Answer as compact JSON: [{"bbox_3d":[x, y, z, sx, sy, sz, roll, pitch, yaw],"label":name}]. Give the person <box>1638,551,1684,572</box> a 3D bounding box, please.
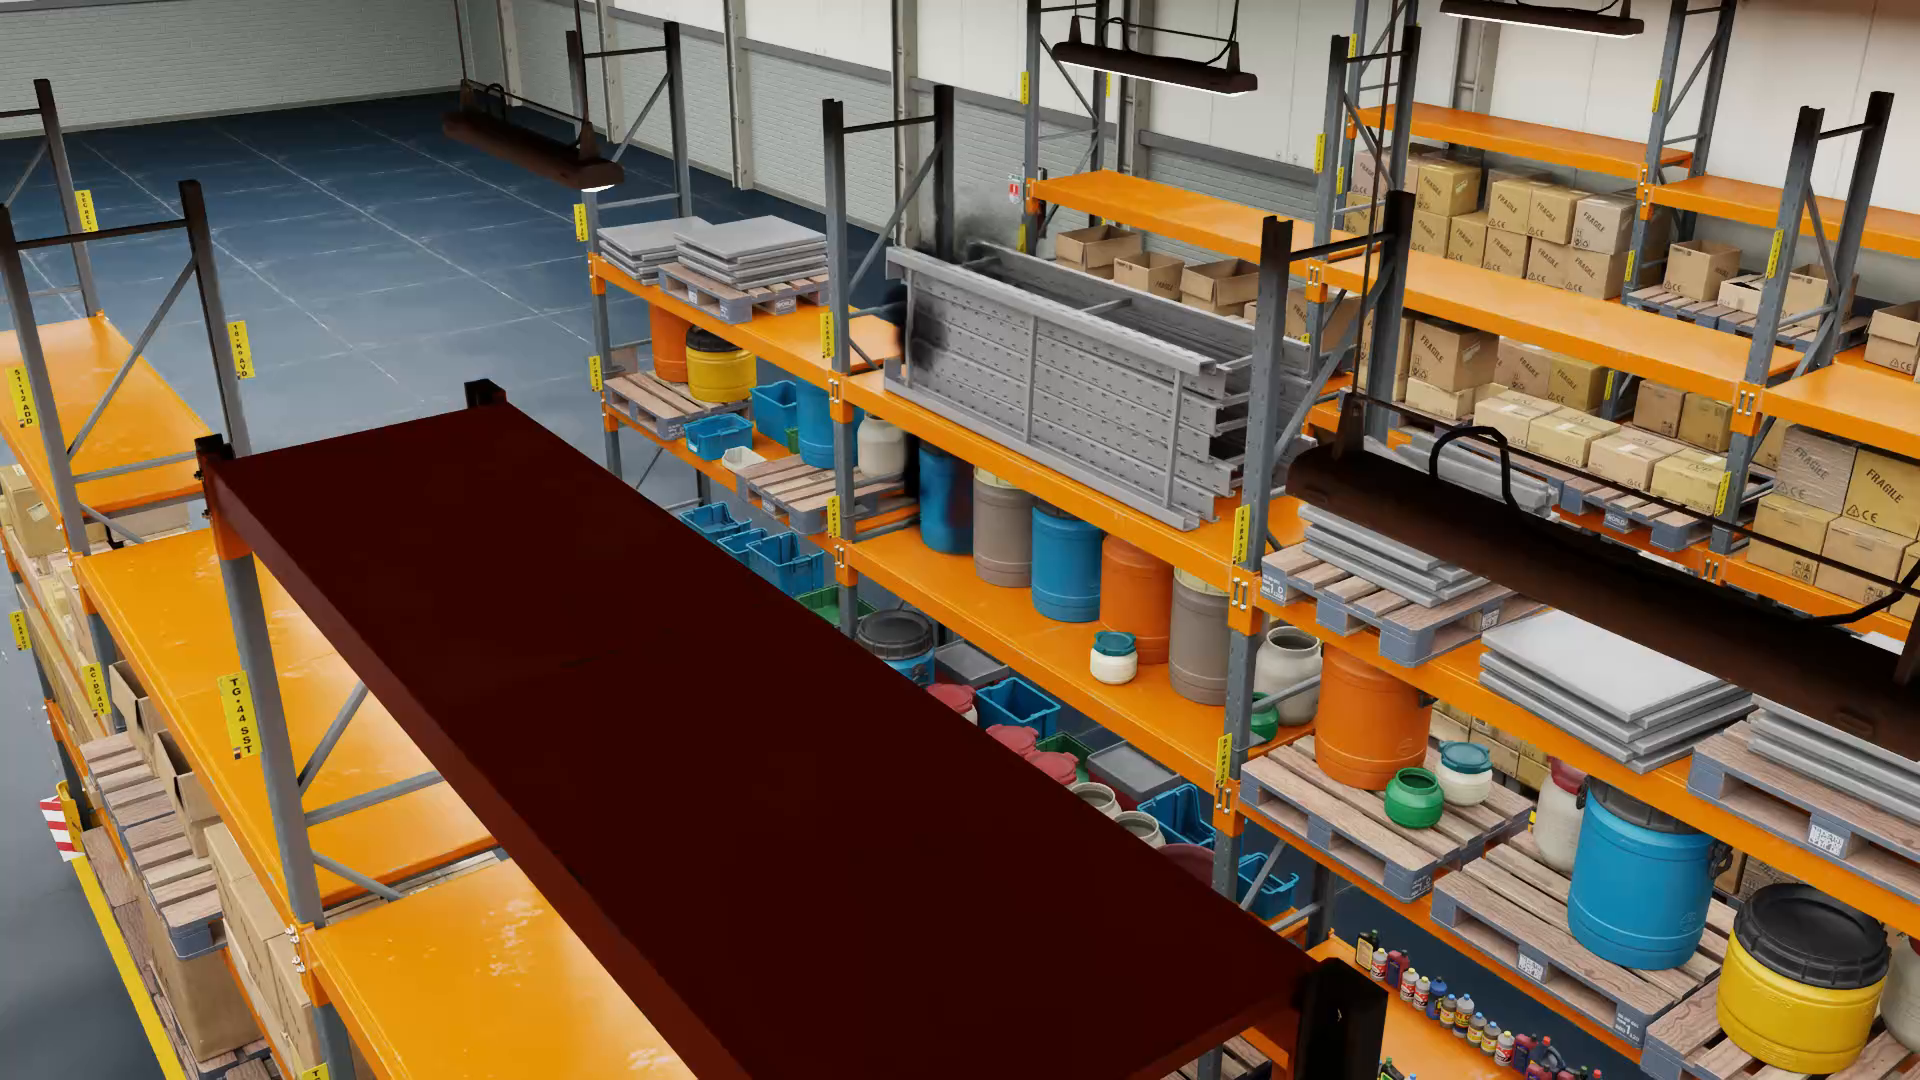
[{"bbox_3d":[6.421,0.635,15.648,0.563,1.756,0.629,-21,32,-38],"label":"person"}]
